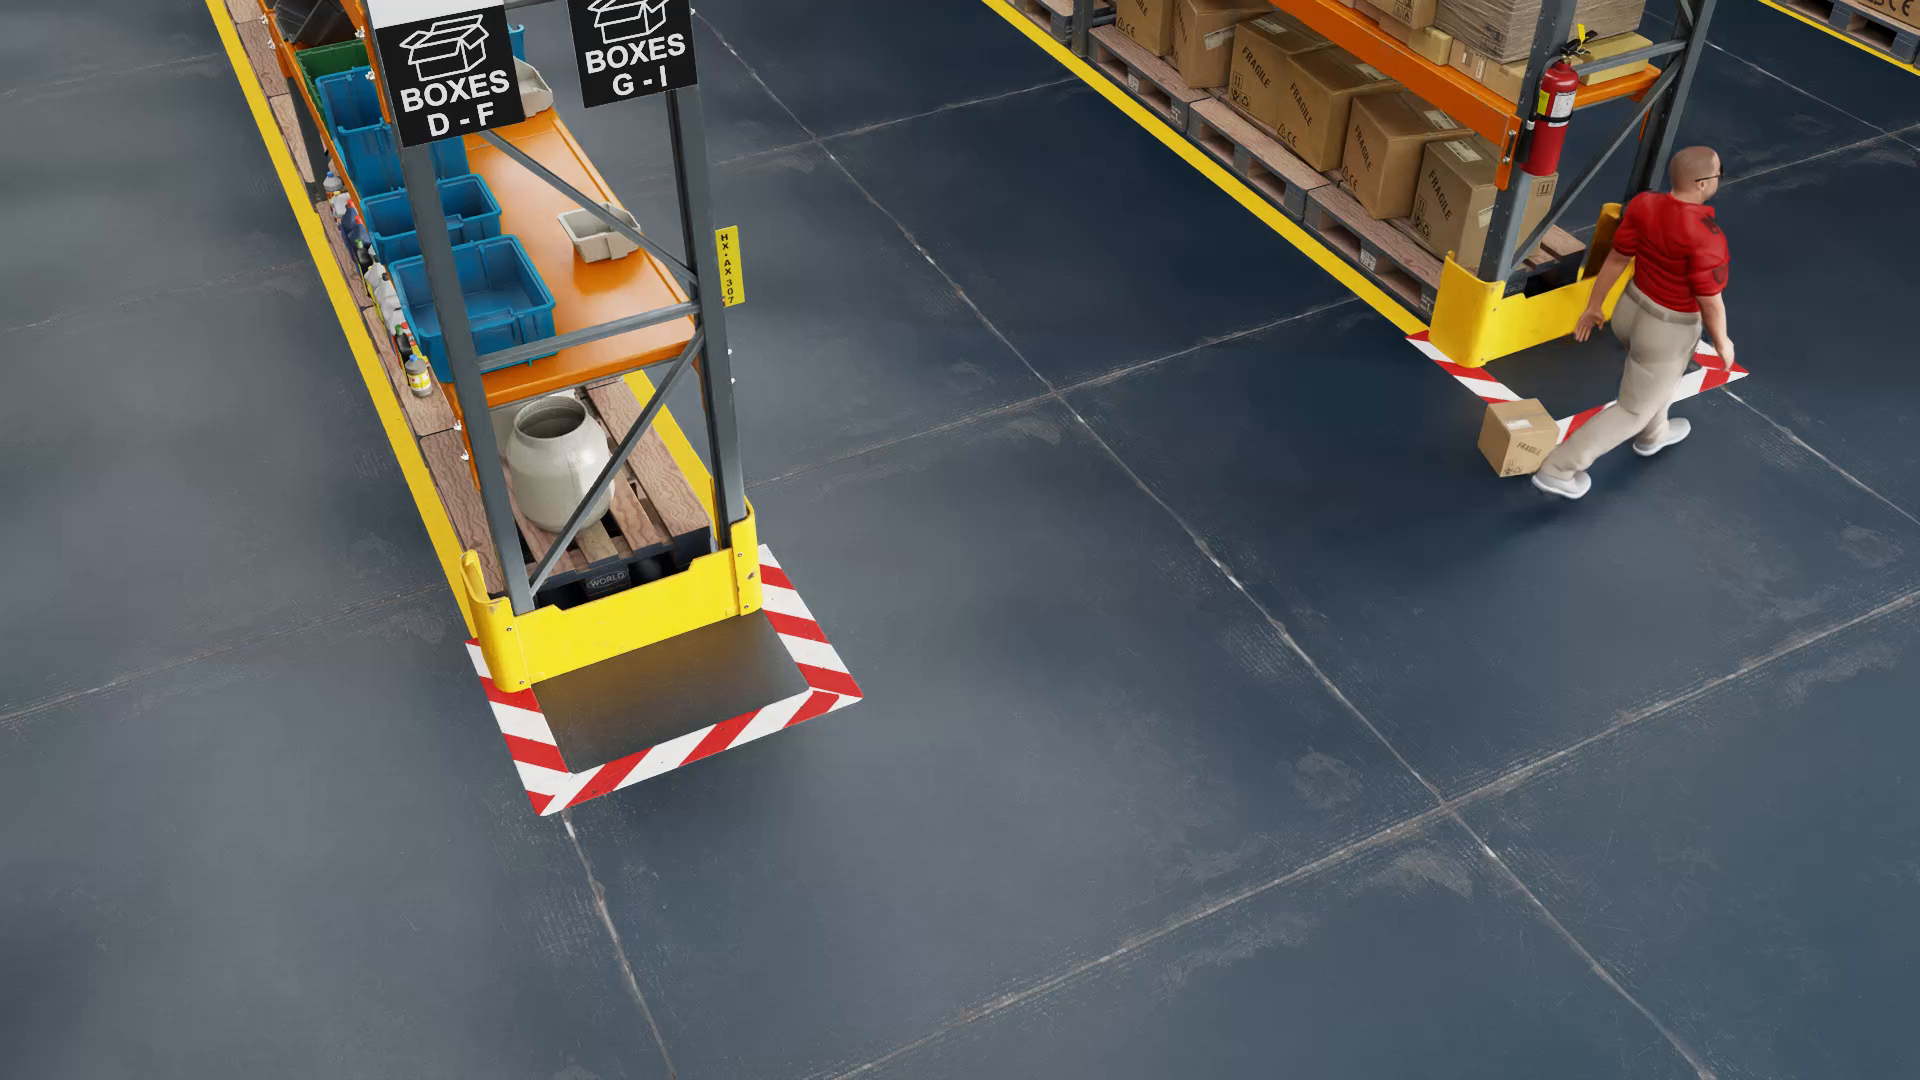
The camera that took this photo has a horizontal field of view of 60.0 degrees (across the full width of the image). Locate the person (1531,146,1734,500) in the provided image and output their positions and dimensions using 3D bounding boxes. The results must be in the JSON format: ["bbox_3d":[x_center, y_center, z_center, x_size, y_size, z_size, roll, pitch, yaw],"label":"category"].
[{"bbox_3d":[3.055,-0.941,7.258,1.051,1.673,0.562,-13,43,-14],"label":"person"}]
